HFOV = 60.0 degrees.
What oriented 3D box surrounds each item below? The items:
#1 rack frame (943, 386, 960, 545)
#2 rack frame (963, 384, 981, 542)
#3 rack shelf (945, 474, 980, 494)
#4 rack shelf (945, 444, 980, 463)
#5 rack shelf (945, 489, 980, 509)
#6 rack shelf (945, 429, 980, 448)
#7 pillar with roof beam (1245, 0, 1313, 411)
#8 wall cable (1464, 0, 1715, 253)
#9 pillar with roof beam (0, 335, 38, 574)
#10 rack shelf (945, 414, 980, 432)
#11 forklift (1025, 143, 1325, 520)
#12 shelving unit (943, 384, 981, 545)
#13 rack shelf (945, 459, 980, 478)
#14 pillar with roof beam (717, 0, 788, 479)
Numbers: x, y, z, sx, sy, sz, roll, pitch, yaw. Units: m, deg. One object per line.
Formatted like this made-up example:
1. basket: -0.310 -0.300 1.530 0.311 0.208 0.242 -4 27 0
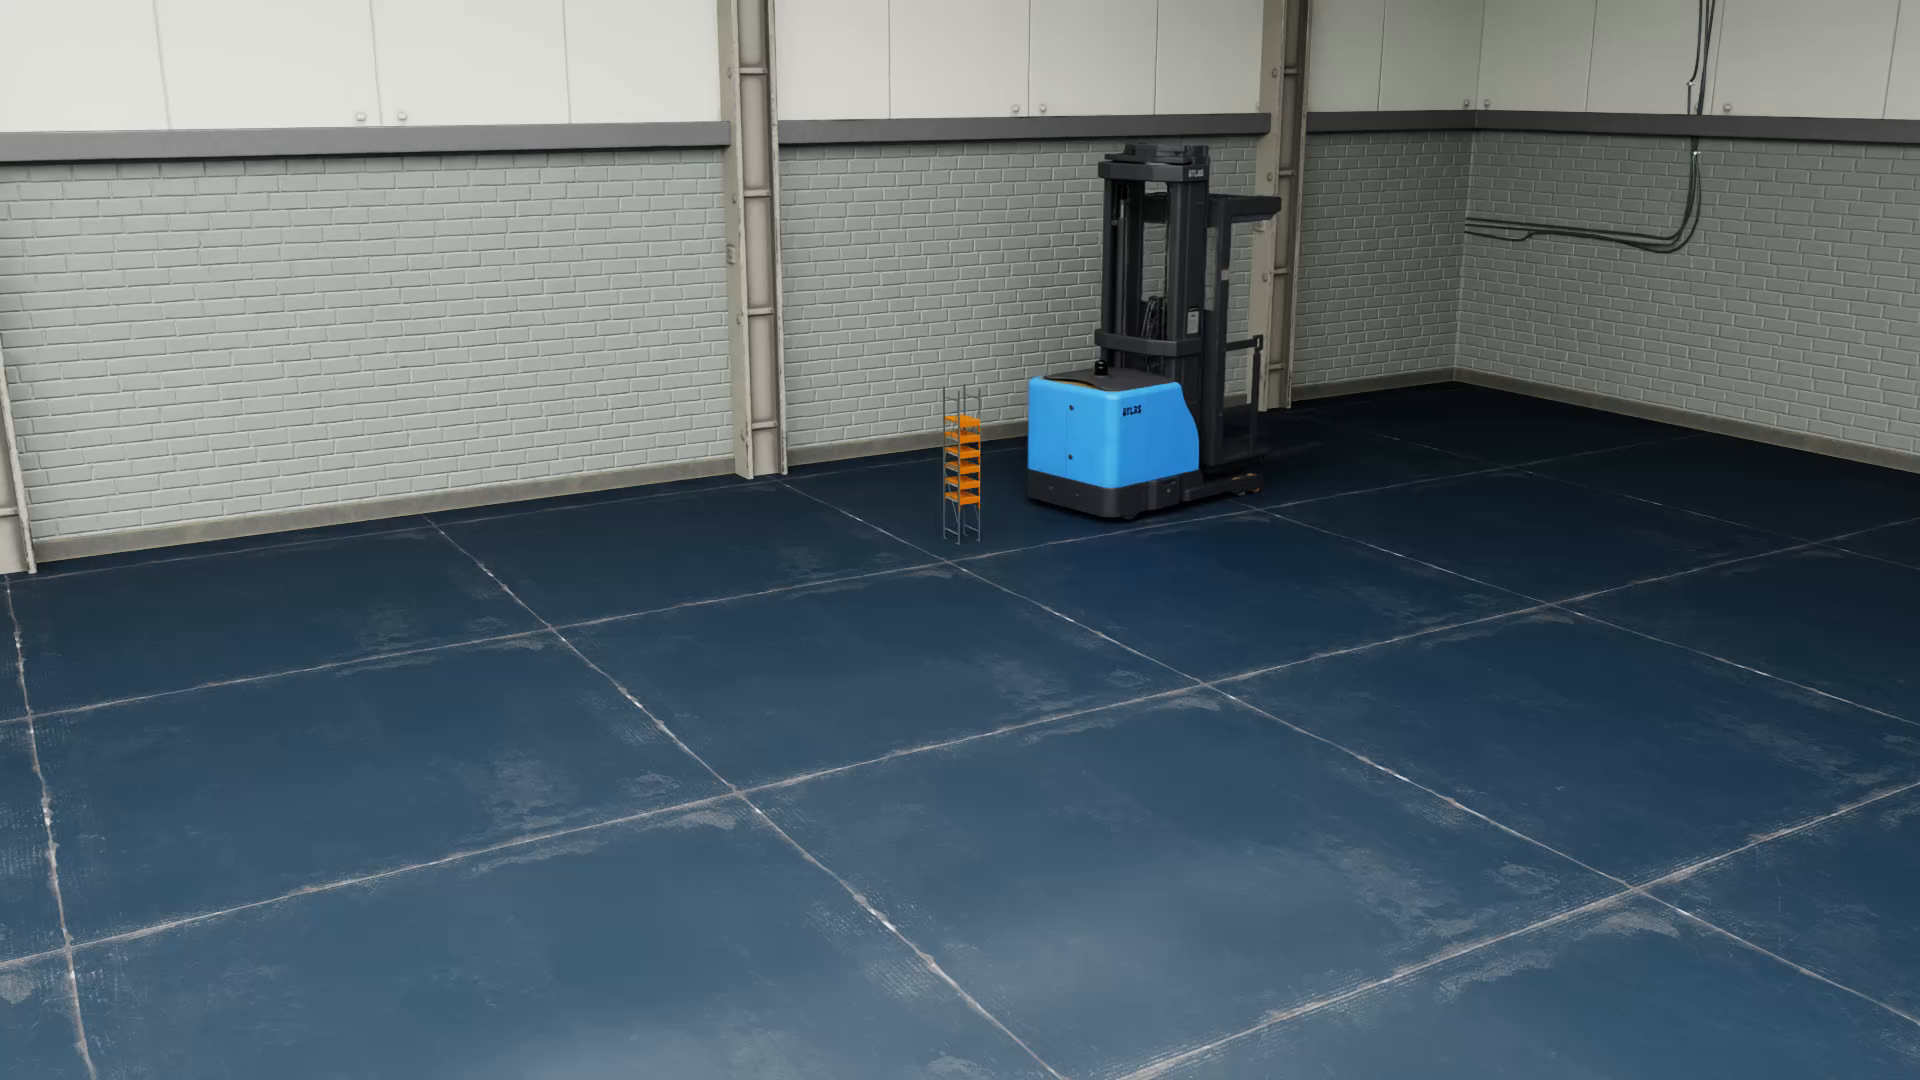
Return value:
1. rack frame: -0.066 -0.567 12.710 0.006 1.200 0.240 -9 18 -30
2. rack frame: 0.091 -0.592 12.800 0.006 1.200 0.240 -9 18 -30
3. rack shelf: 0.012 -0.421 12.799 0.180 0.103 0.258 -9 18 -30
4. rack shelf: 0.012 -0.653 12.735 0.180 0.103 0.258 -9 18 -30
5. rack shelf: 0.012 -0.306 12.832 0.180 0.103 0.258 -9 18 -30
6. rack shelf: 0.012 -0.768 12.702 0.180 0.103 0.258 -9 18 -30
7. pillar with roof beam: 5.558 -4.777 13.281 0.400 9.000 9.100 -9 18 -30
8. wall cable: 6.547 -4.382 17.623 0.112 2.526 3.097 -9 18 -30
9. pillar with roof beam: -4.729 -3.109 7.330 0.400 9.000 9.100 -9 18 -30
10. rack shelf: 0.012 -0.884 12.670 0.180 0.103 0.258 -9 18 -30
11. forklift: 1.991 -1.882 14.194 3.031 2.935 1.130 -13 20 -39
12. shelving unit: 0.012 -0.580 12.755 0.189 1.200 0.258 -9 18 -30
13. rack shelf: 0.012 -0.537 12.767 0.180 0.103 0.258 -9 18 -30
14. pillar with roof beam: 0.414 -3.943 10.305 0.400 9.000 9.100 -9 18 -30
